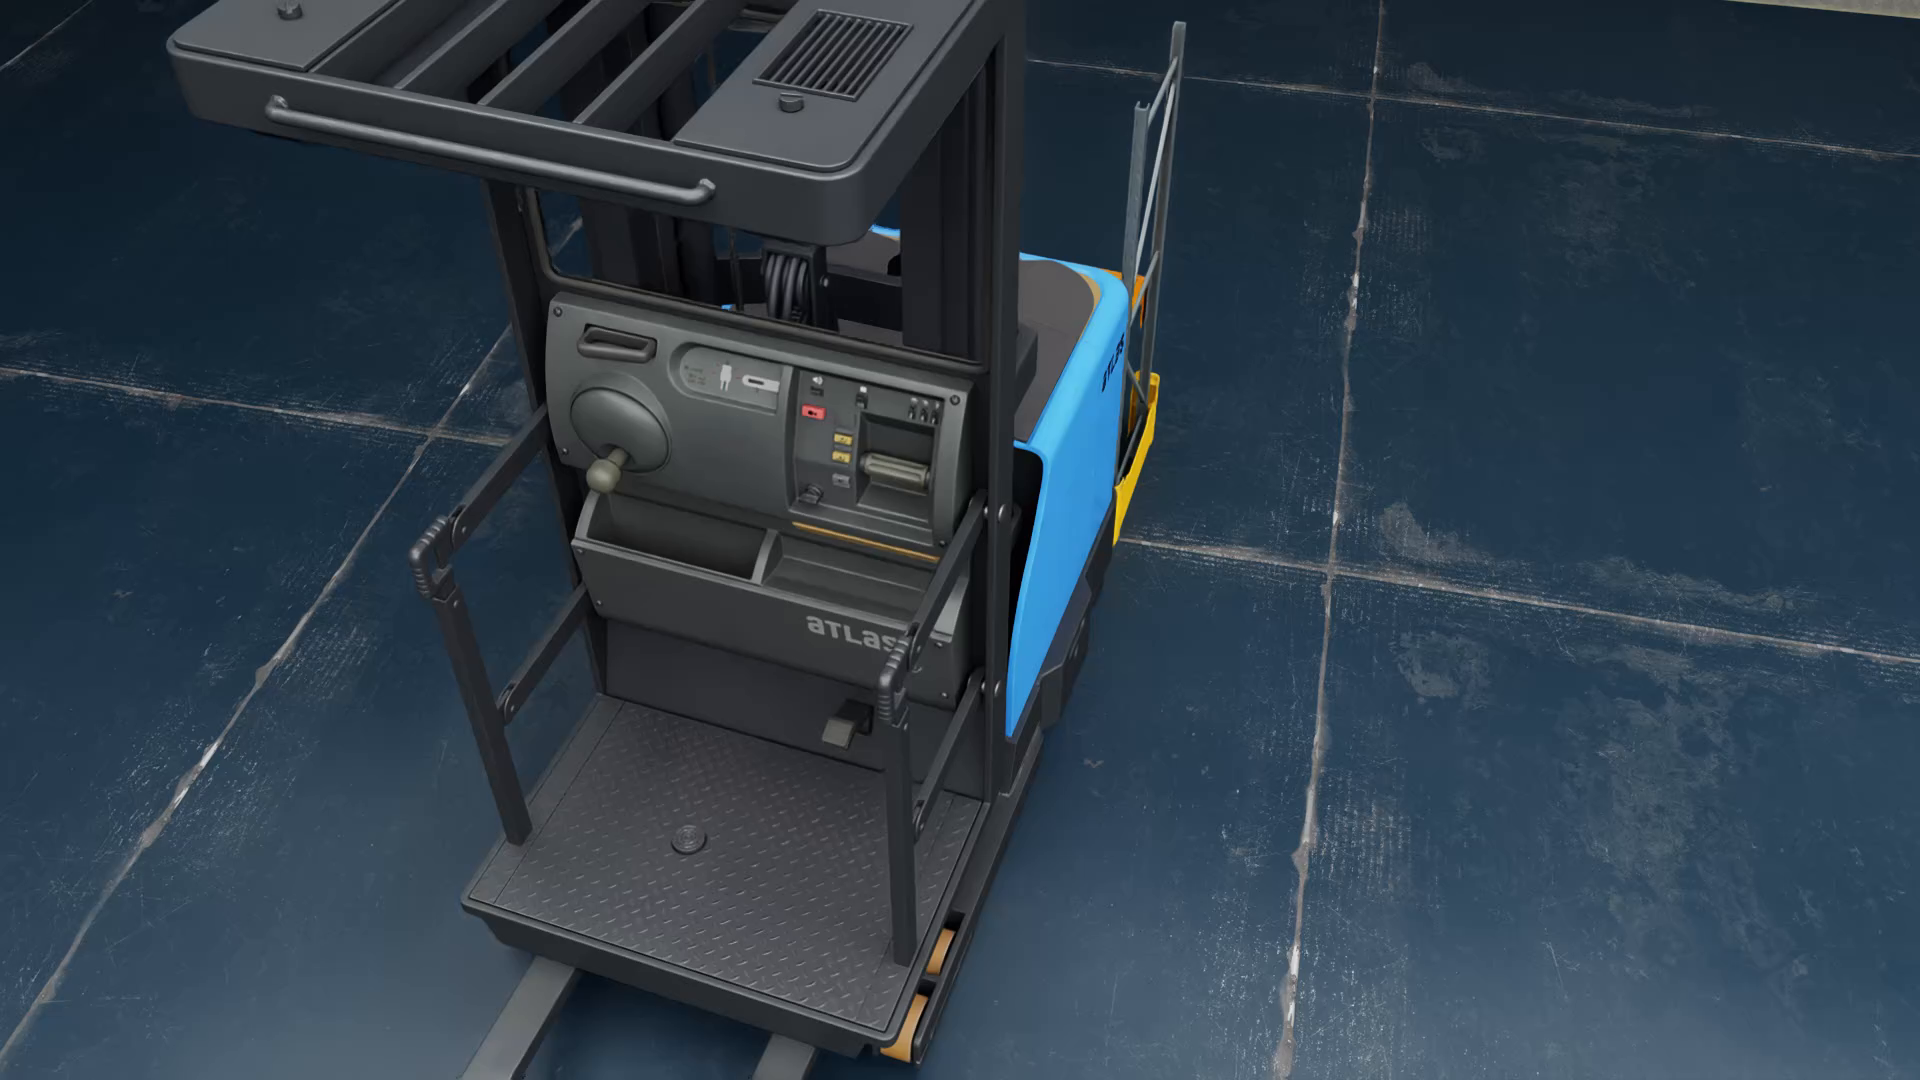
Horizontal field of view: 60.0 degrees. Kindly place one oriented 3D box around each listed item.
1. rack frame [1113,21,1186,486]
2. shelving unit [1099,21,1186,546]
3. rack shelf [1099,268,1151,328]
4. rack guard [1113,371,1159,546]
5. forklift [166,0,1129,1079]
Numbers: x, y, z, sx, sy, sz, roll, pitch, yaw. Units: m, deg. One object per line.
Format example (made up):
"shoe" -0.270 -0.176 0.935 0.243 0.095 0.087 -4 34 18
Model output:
"rack frame" 0.533 -0.718 4.914 0.032 1.500 0.500 12 45 12
"shelving unit" 0.056 -0.821 5.022 1.083 1.500 0.587 12 45 12
"rack shelf" 0.048 -0.693 5.148 1.000 0.185 0.538 12 45 12
"rack guard" 0.532 -0.268 5.348 0.087 0.250 0.587 12 45 12
"forklift" -0.502 -0.145 3.287 1.130 2.935 3.031 14 46 14
